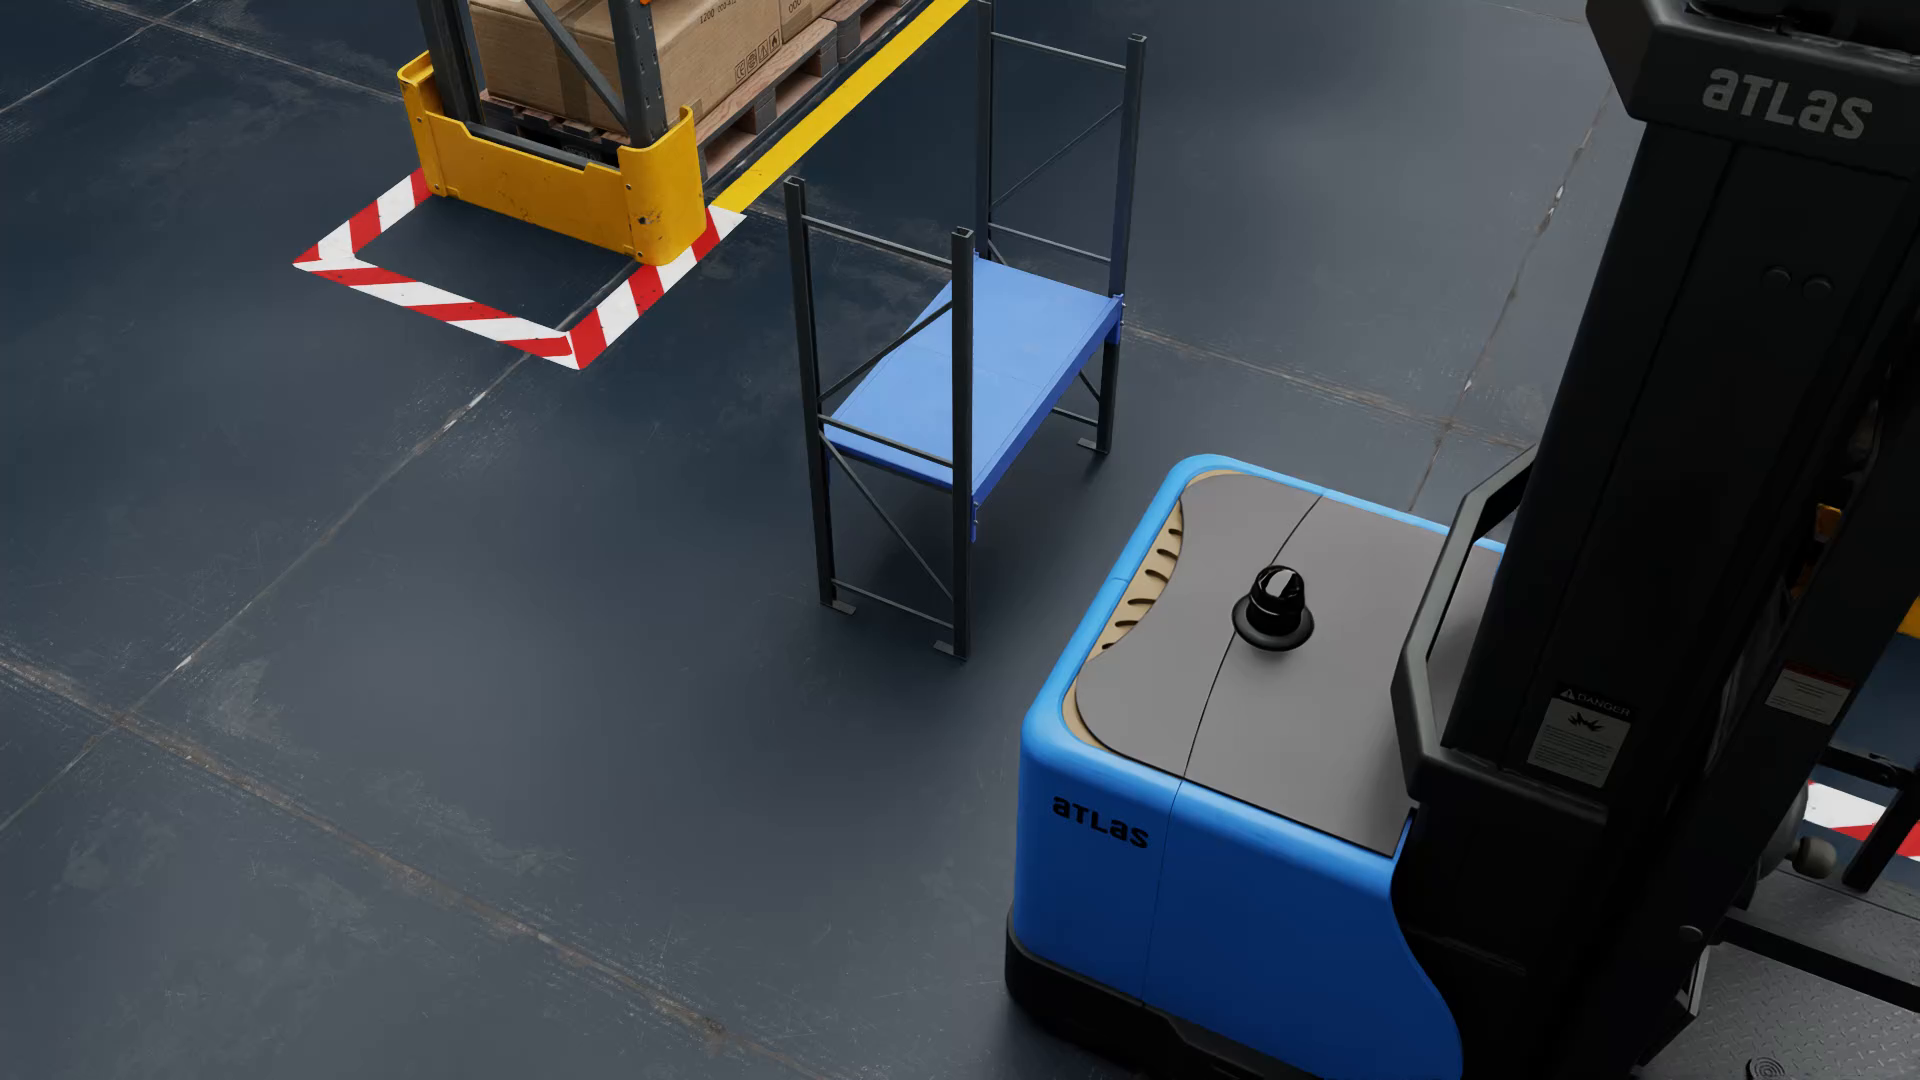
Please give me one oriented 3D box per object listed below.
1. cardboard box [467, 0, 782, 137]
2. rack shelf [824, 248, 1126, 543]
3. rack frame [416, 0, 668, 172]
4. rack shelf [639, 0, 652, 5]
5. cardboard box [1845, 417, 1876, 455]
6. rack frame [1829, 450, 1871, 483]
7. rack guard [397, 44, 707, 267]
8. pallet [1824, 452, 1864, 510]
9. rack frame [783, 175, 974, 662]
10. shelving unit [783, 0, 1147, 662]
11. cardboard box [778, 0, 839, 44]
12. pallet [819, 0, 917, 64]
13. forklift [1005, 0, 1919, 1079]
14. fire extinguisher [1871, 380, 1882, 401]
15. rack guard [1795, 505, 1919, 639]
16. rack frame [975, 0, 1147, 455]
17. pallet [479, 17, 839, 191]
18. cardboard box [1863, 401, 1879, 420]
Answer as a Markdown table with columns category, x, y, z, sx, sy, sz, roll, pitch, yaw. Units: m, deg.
| category | x | y | z | sx | sy | sz | roll | pitch | yaw |
| --- | --- | --- | --- | --- | --- | --- | --- | --- | --- |
| cardboard box | -1.326 | -2.081 | 6.704 | 0.875 | 0.438 | 0.875 | 19 | 48 | 18 |
| rack shelf | 0.040 | -0.455 | 4.898 | 0.538 | 0.185 | 1.000 | 20 | 49 | 19 |
| rack frame | -1.544 | -2.385 | 5.499 | 1.000 | 3.000 | 0.127 | 20 | 49 | 19 |
| rack shelf | -0.615 | -3.392 | 7.000 | 1.077 | 0.370 | 4.000 | 20 | 49 | 19 |
| cardboard box | 2.947 | -0.361 | 5.207 | 0.380 | 0.149 | 0.250 | 21 | 49 | 20 |
| rack frame | 2.887 | -0.815 | 3.946 | 1.000 | 3.000 | 0.127 | 20 | 49 | 19 |
| rack guard | -1.555 | -1.492 | 6.373 | 1.175 | 0.500 | 0.348 | 20 | 49 | 19 |
| pallet | 3.331 | -0.382 | 5.480 | 1.003 | 0.211 | 1.213 | 20 | 49 | 19 |
| rack frame | -0.196 | -0.261 | 4.453 | 0.500 | 1.500 | 0.032 | 20 | 49 | 19 |
| shelving unit | 0.040 | -0.581 | 4.770 | 0.538 | 1.500 | 1.048 | 20 | 49 | 19 |
| cardboard box | -0.909 | -2.660 | 7.277 | 0.875 | 0.438 | 0.875 | 22 | 49 | 20 |
| pallet | -0.675 | -2.700 | 7.770 | 1.003 | 0.211 | 1.213 | 20 | 49 | 19 |
| forklift | 1.664 | 0.269 | 2.924 | 3.031 | 2.935 | 1.130 | 19 | 48 | 18 |
| fire extinguisher | 2.362 | -0.650 | 4.100 | 0.296 | 0.674 | 0.183 | 20 | 49 | 19 |
| rack guard | 2.923 | 0.016 | 4.883 | 1.175 | 0.500 | 0.348 | 20 | 49 | 19 |
| rack frame | 0.276 | -0.901 | 5.086 | 0.500 | 1.500 | 0.032 | 20 | 49 | 19 |
| pallet | -1.242 | -1.935 | 7.014 | 1.003 | 0.211 | 1.213 | 20 | 49 | 19 |
| cardboard box | 2.880 | -0.491 | 5.127 | 0.380 | 0.149 | 0.250 | 19 | 48 | 18 |
